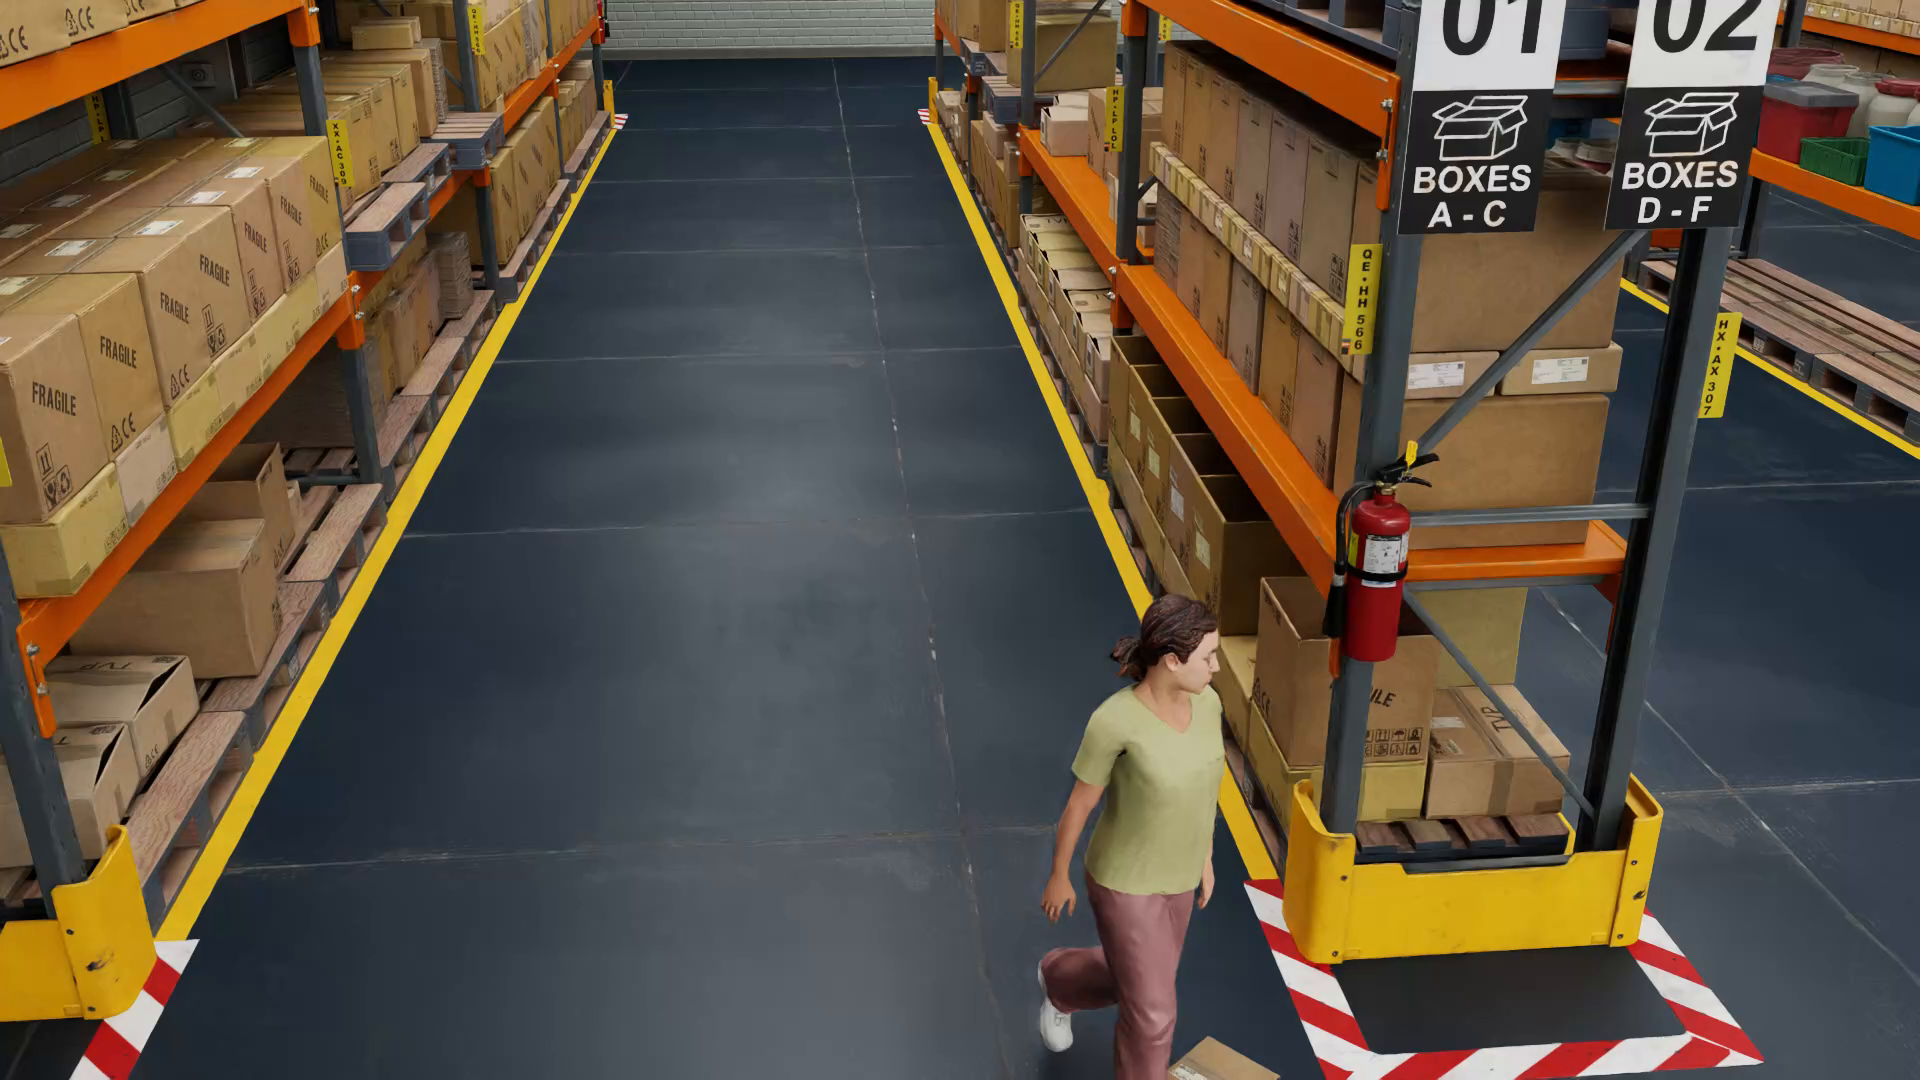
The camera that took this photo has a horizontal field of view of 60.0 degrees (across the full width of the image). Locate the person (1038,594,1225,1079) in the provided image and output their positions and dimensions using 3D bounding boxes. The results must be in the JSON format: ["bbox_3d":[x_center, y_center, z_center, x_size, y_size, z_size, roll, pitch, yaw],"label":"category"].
[{"bbox_3d":[0.499,0.901,4.575,0.513,1.623,0.898,-16,29,-33],"label":"person"}]
